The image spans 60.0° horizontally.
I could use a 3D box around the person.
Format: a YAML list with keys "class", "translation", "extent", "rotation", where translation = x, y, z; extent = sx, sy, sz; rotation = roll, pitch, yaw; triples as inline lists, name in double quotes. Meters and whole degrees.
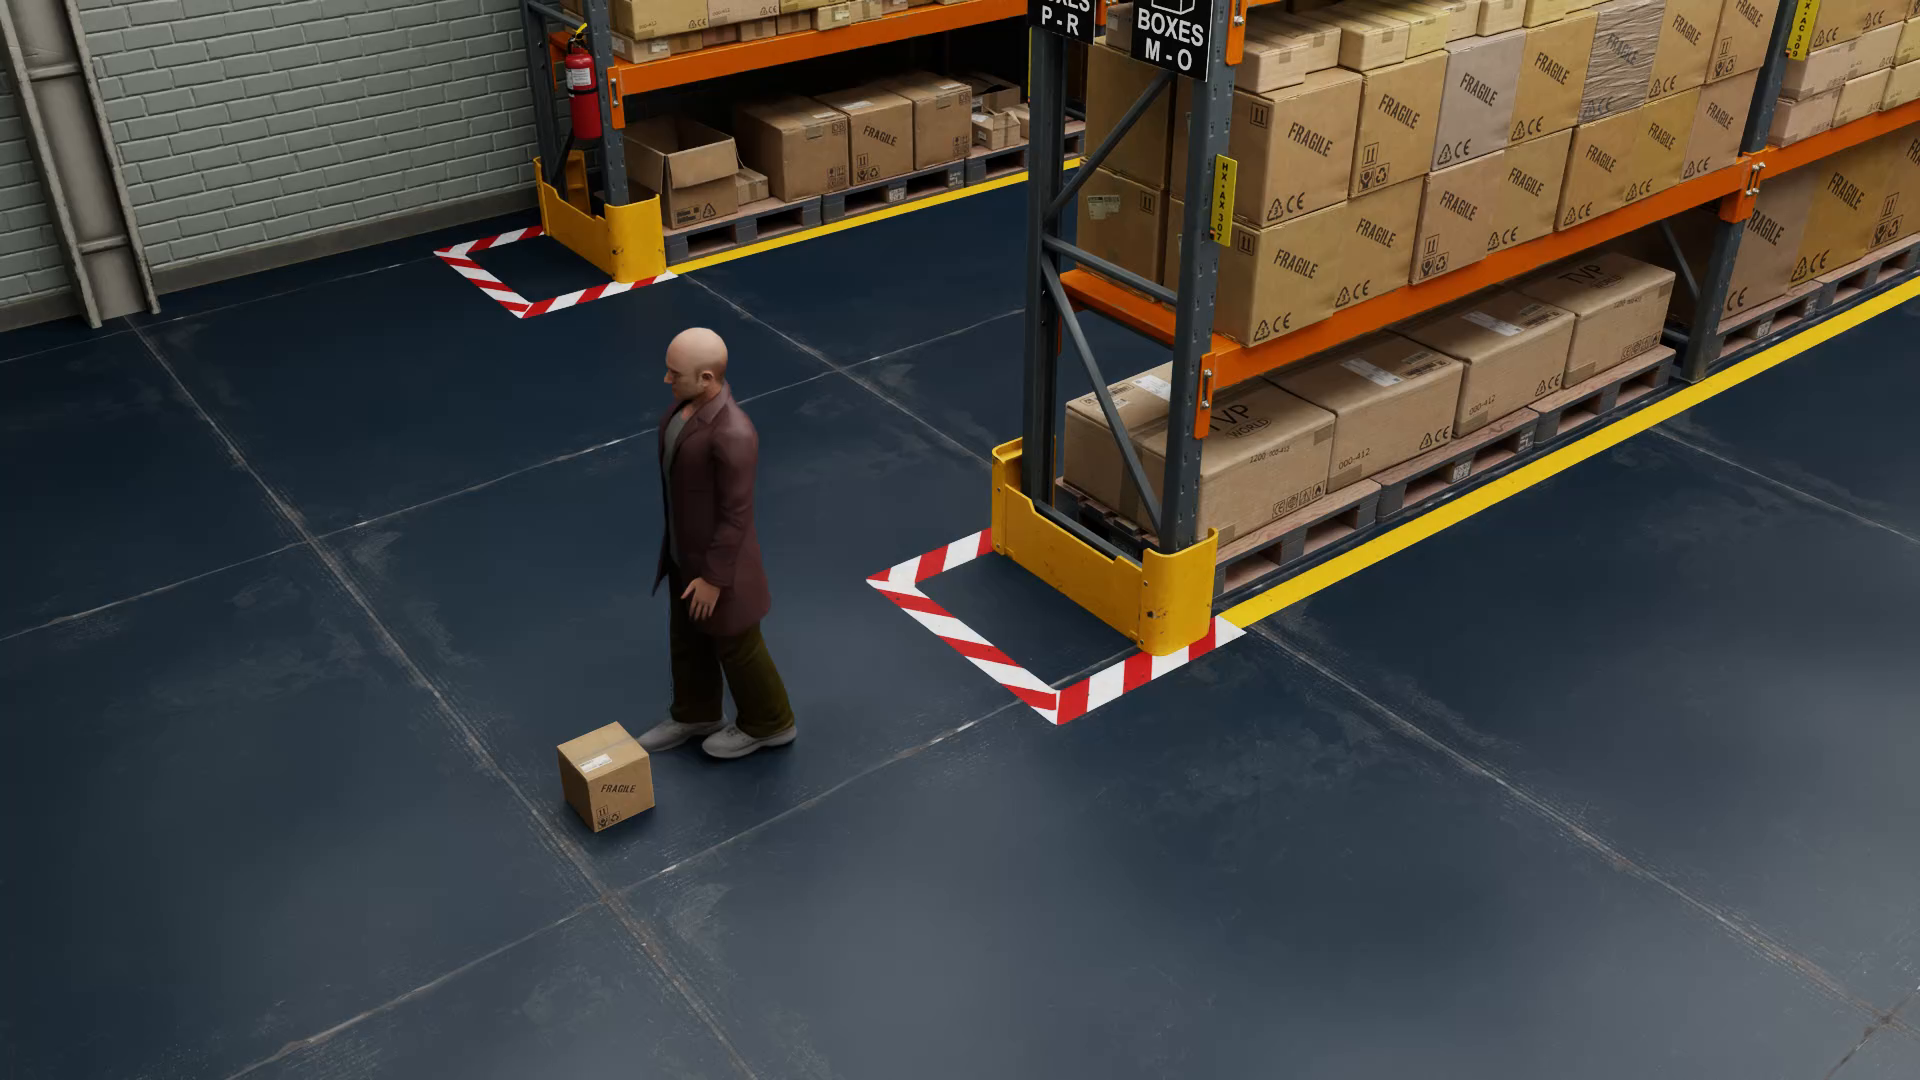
- class: "person"
  translation: [-0.950, 0.060, 6.050]
  extent: [0.585, 1.800, 0.598]
  rotation: [-15, 35, -23]
